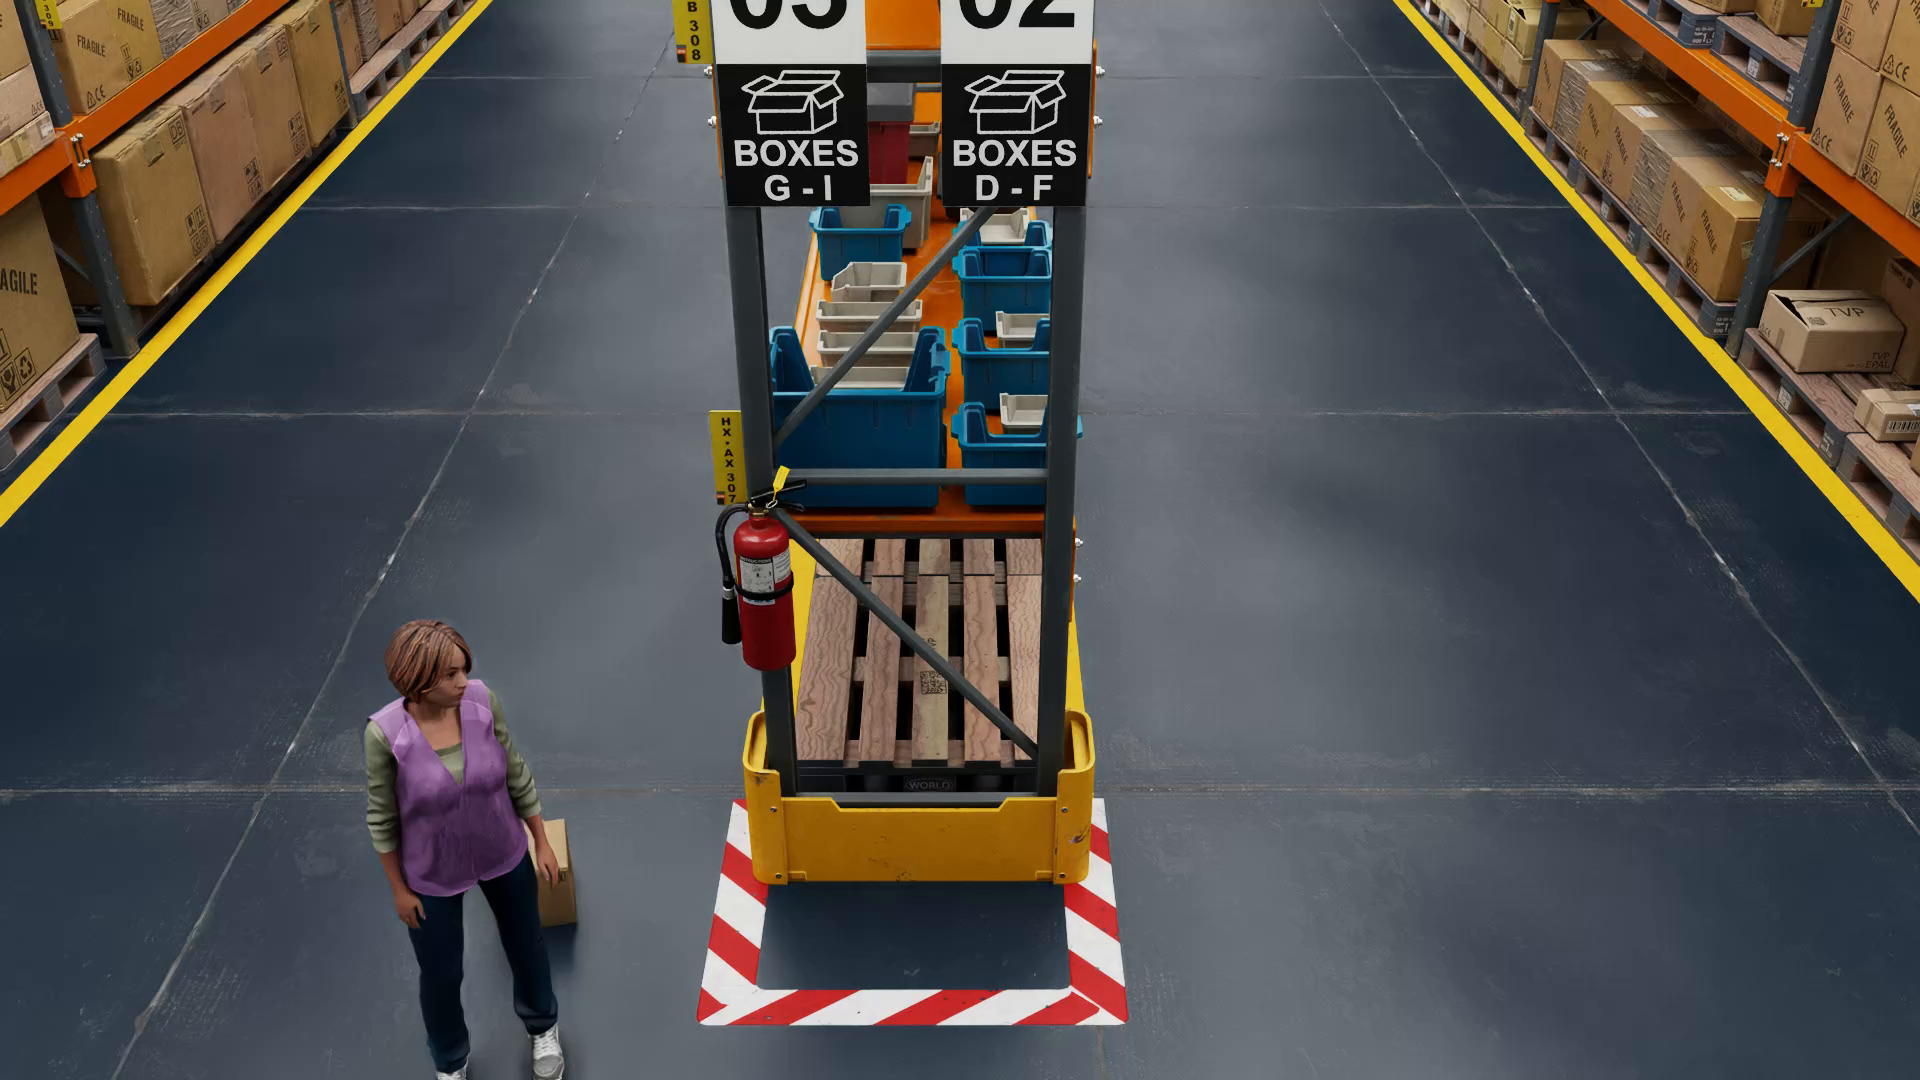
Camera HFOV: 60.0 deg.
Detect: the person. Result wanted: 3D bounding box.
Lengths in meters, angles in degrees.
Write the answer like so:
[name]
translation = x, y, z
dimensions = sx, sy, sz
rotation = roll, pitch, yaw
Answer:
[person]
translation = -1.383, 0.928, 4.655
dimensions = 0.476, 1.620, 0.340
rotation = -20, 37, -28
